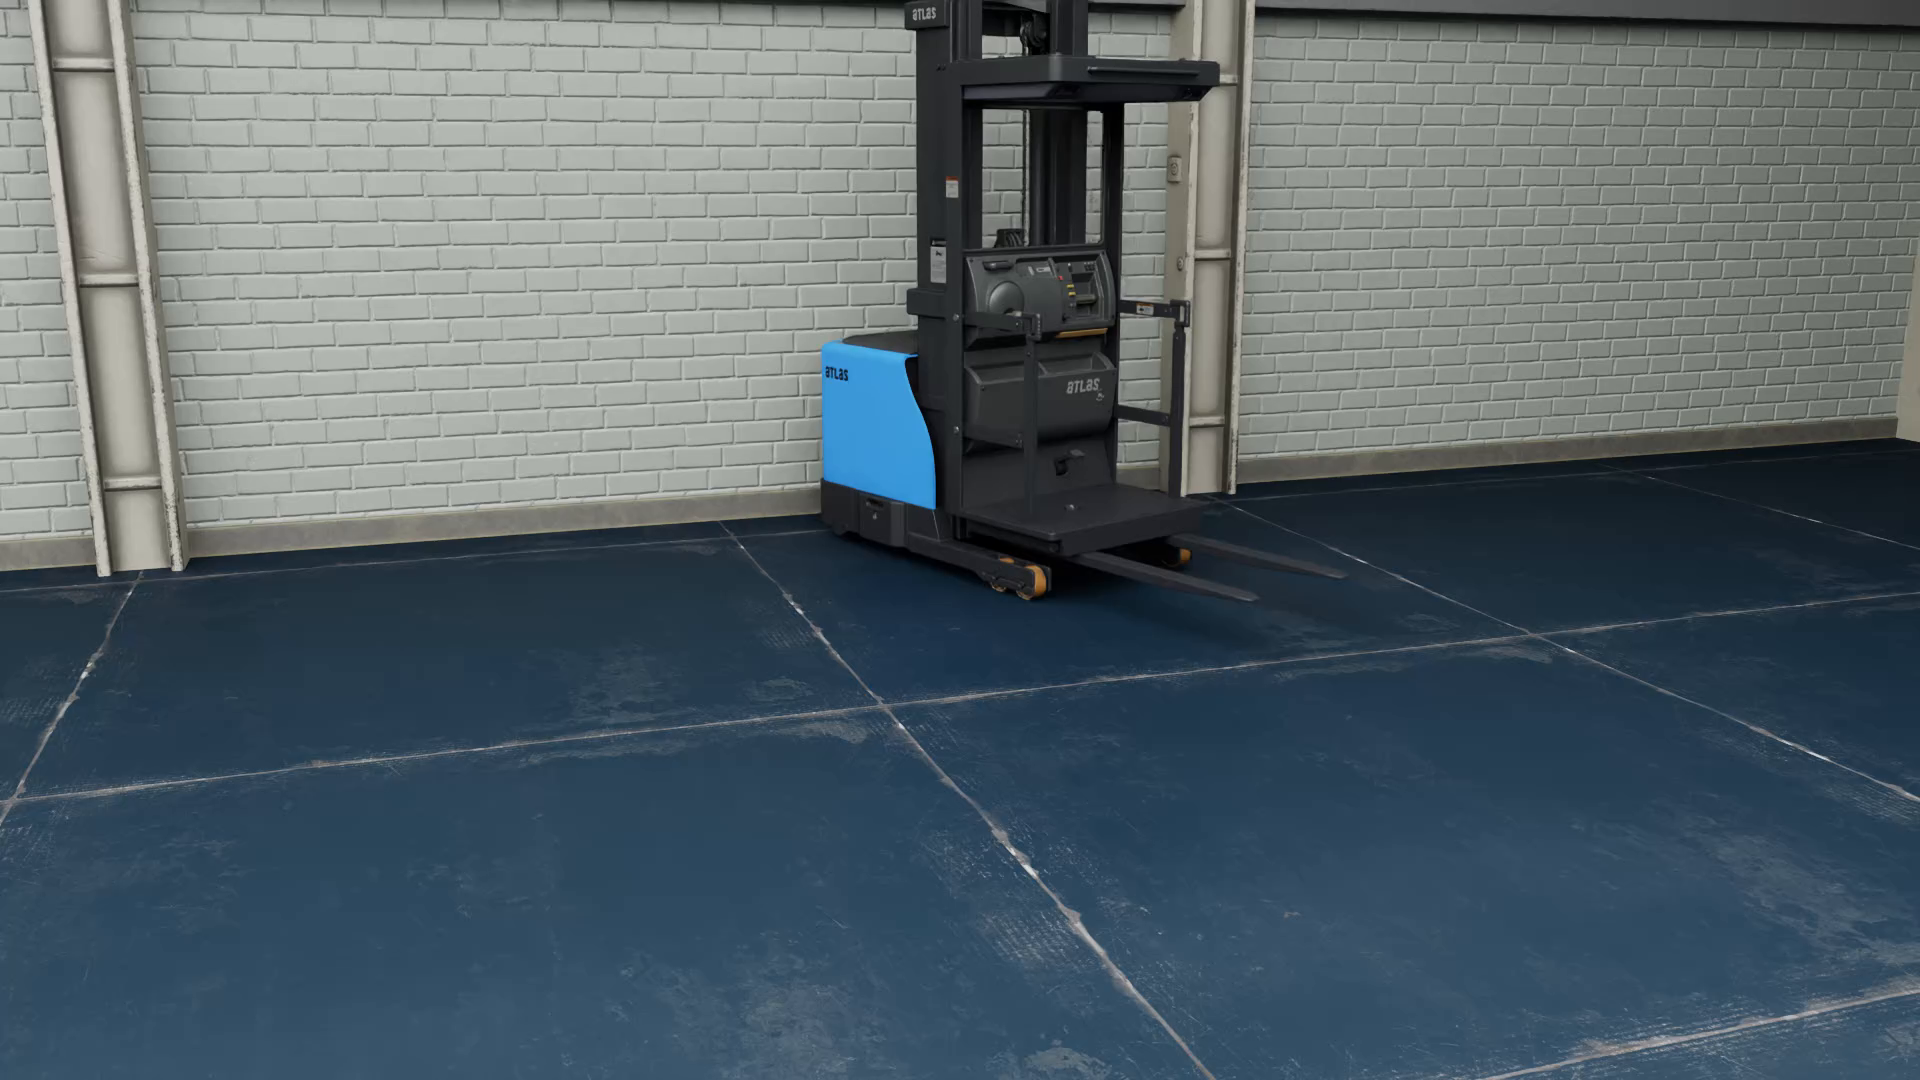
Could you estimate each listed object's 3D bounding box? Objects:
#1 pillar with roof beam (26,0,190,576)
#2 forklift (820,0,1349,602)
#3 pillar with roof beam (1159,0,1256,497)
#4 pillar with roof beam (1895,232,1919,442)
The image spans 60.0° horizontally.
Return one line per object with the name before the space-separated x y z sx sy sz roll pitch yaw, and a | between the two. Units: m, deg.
pillar with roof beam | -2.828 -3.298 3.562 0.400 9.000 9.100 -4 14 -18
forklift | 0.546 -1.271 8.151 1.130 2.935 3.031 -11 17 -38
pillar with roof beam | 2.859 -3.741 5.424 0.400 9.000 9.100 -4 14 -18
pillar with roof beam | 8.545 -4.184 7.286 0.400 9.000 9.100 -4 14 -18
